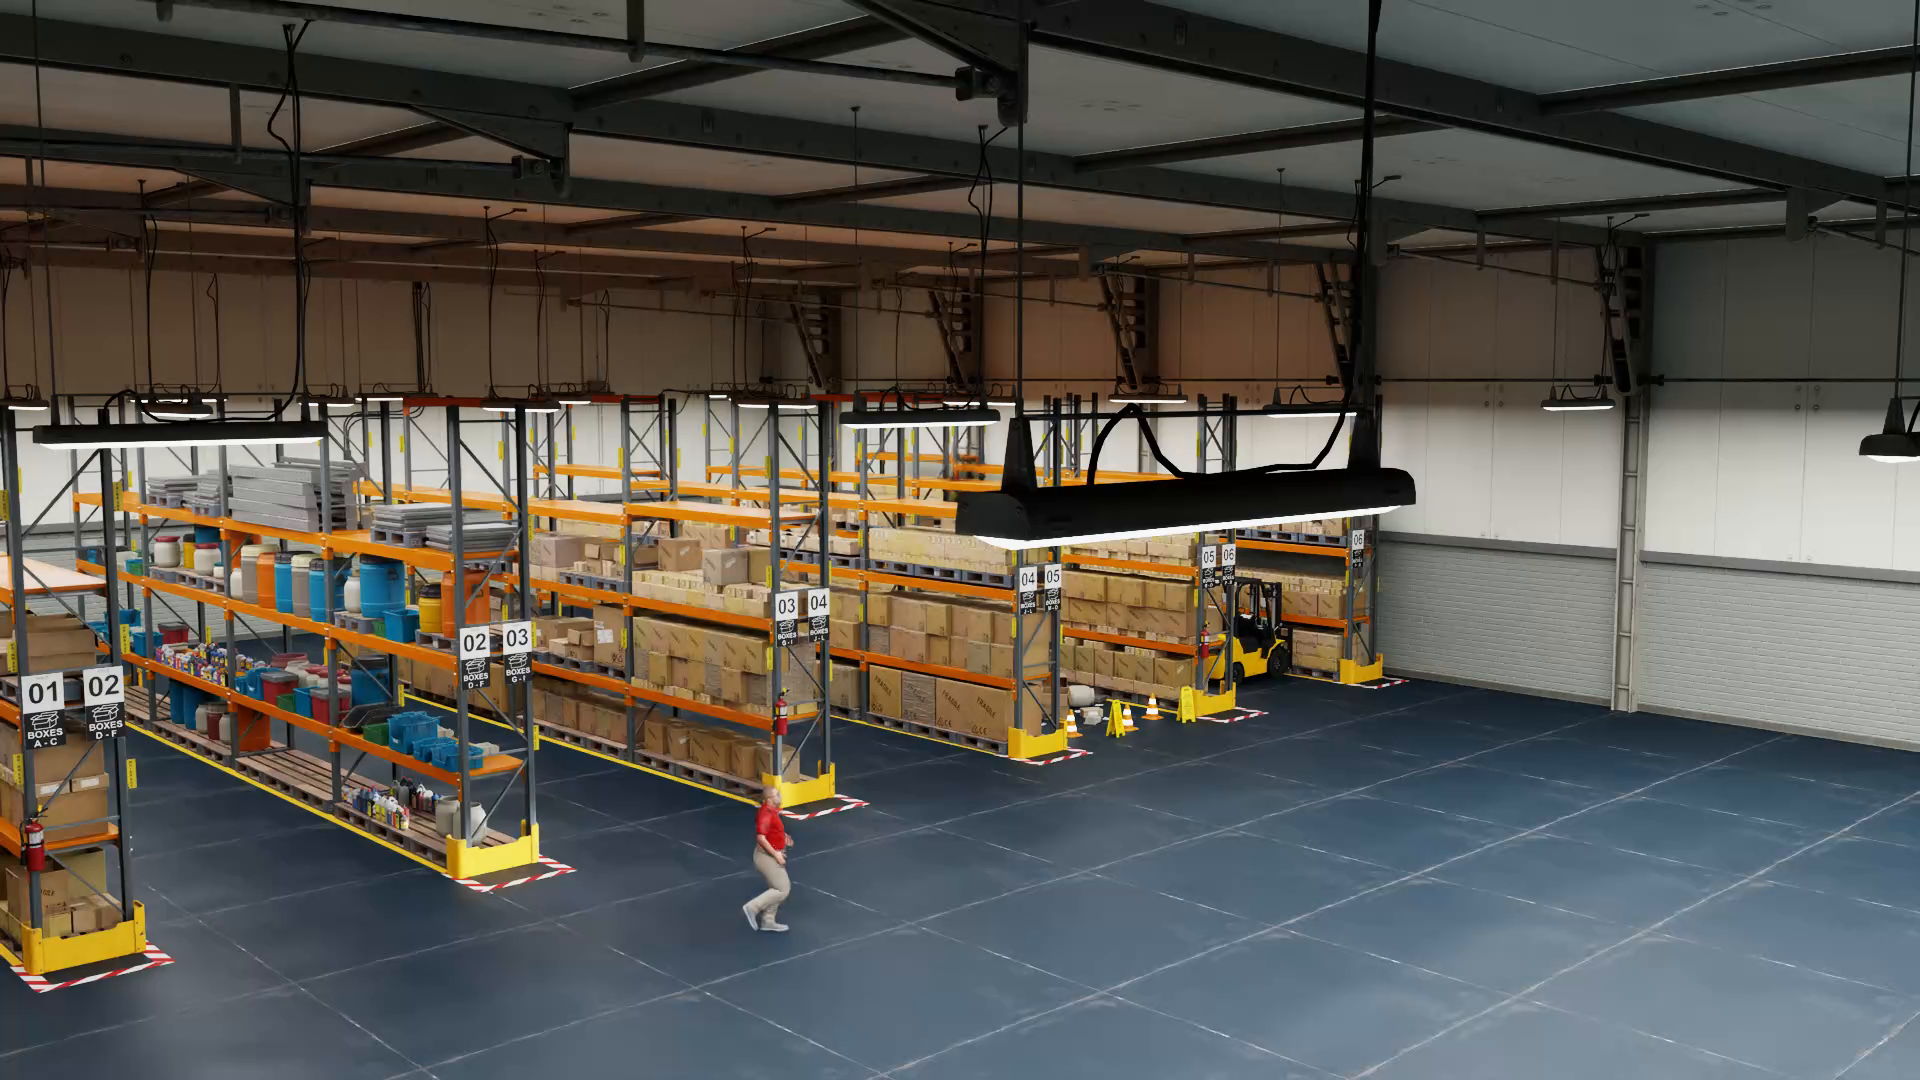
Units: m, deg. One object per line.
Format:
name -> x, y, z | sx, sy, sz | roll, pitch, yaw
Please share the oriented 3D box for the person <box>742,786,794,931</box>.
person -> -2.201, 3.656, 19.071 | 0.647, 1.700, 0.653 | -1, 6, -14
